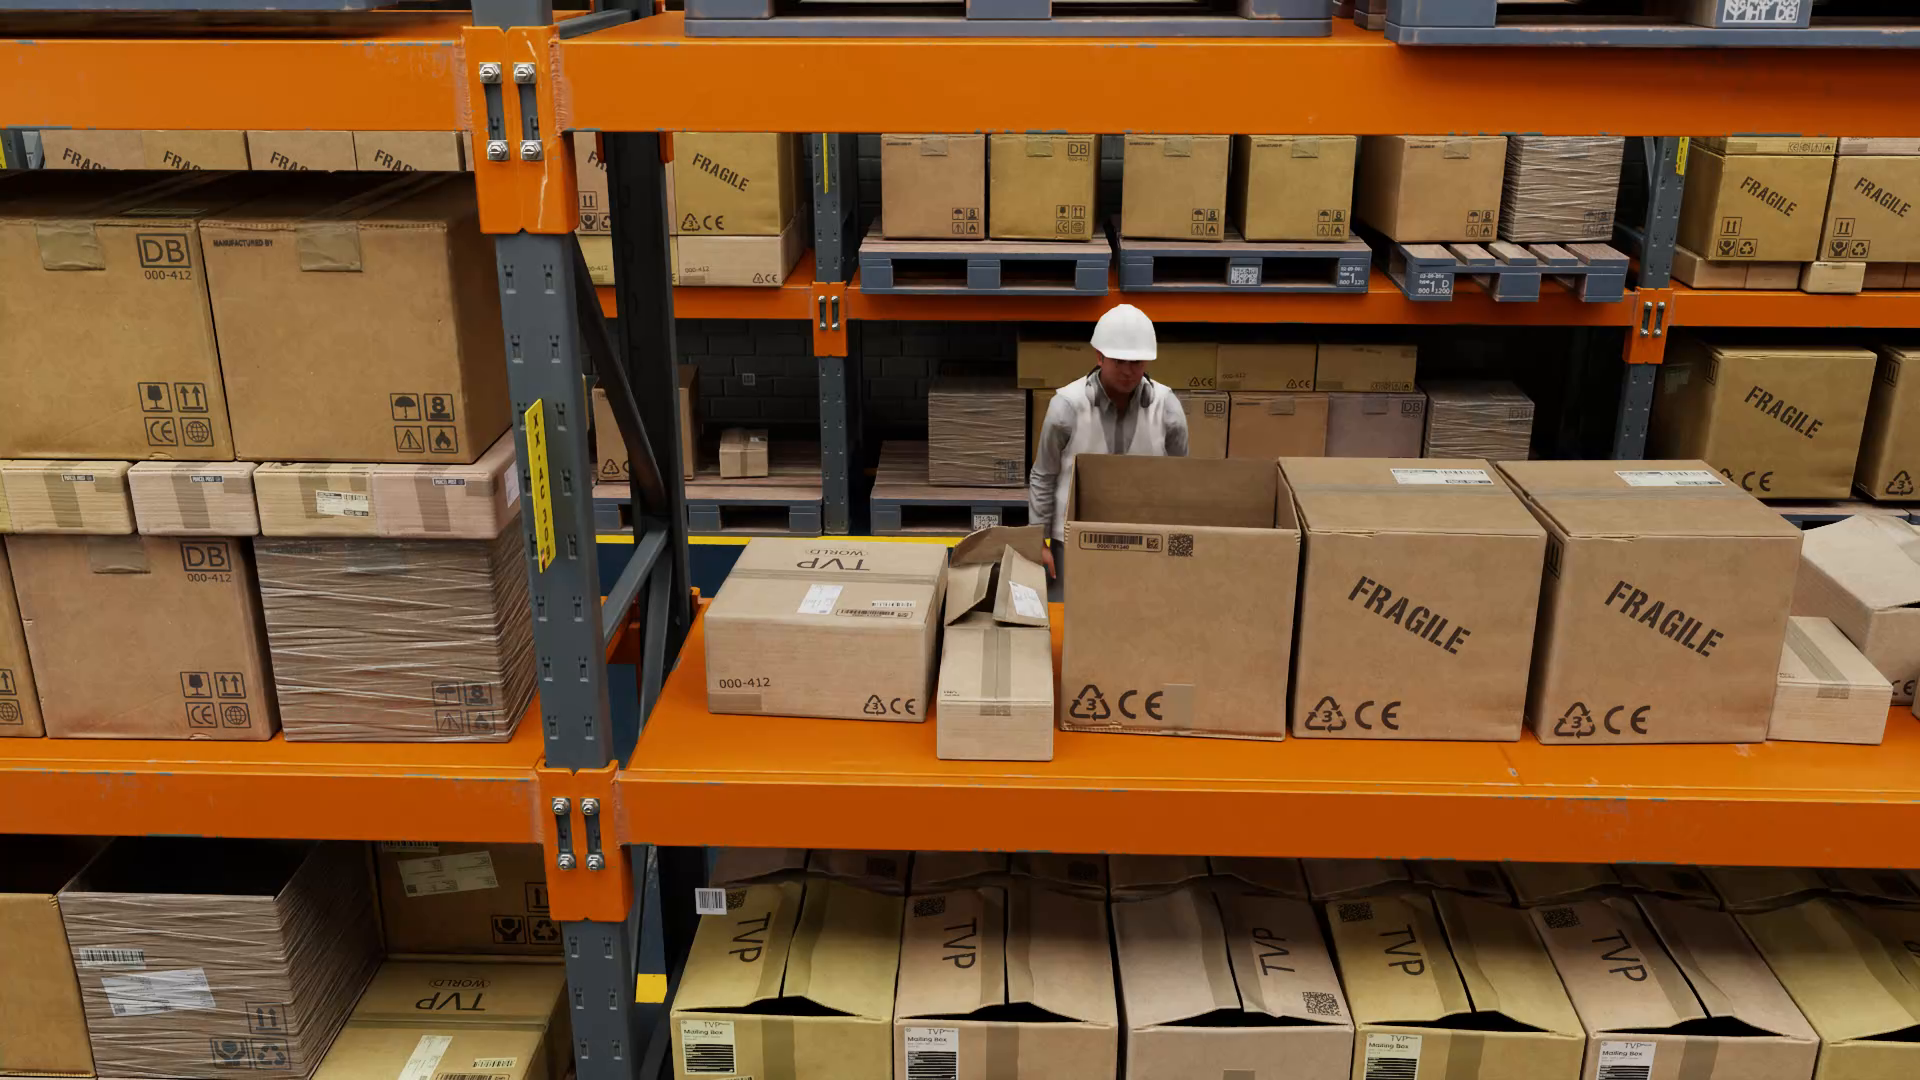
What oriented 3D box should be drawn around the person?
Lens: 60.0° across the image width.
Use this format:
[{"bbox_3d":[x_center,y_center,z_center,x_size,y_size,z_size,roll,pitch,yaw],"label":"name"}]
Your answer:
[{"bbox_3d":[0.535,0.016,6.000,0.592,1.771,0.475,-1,21,-2],"label":"person"}]
